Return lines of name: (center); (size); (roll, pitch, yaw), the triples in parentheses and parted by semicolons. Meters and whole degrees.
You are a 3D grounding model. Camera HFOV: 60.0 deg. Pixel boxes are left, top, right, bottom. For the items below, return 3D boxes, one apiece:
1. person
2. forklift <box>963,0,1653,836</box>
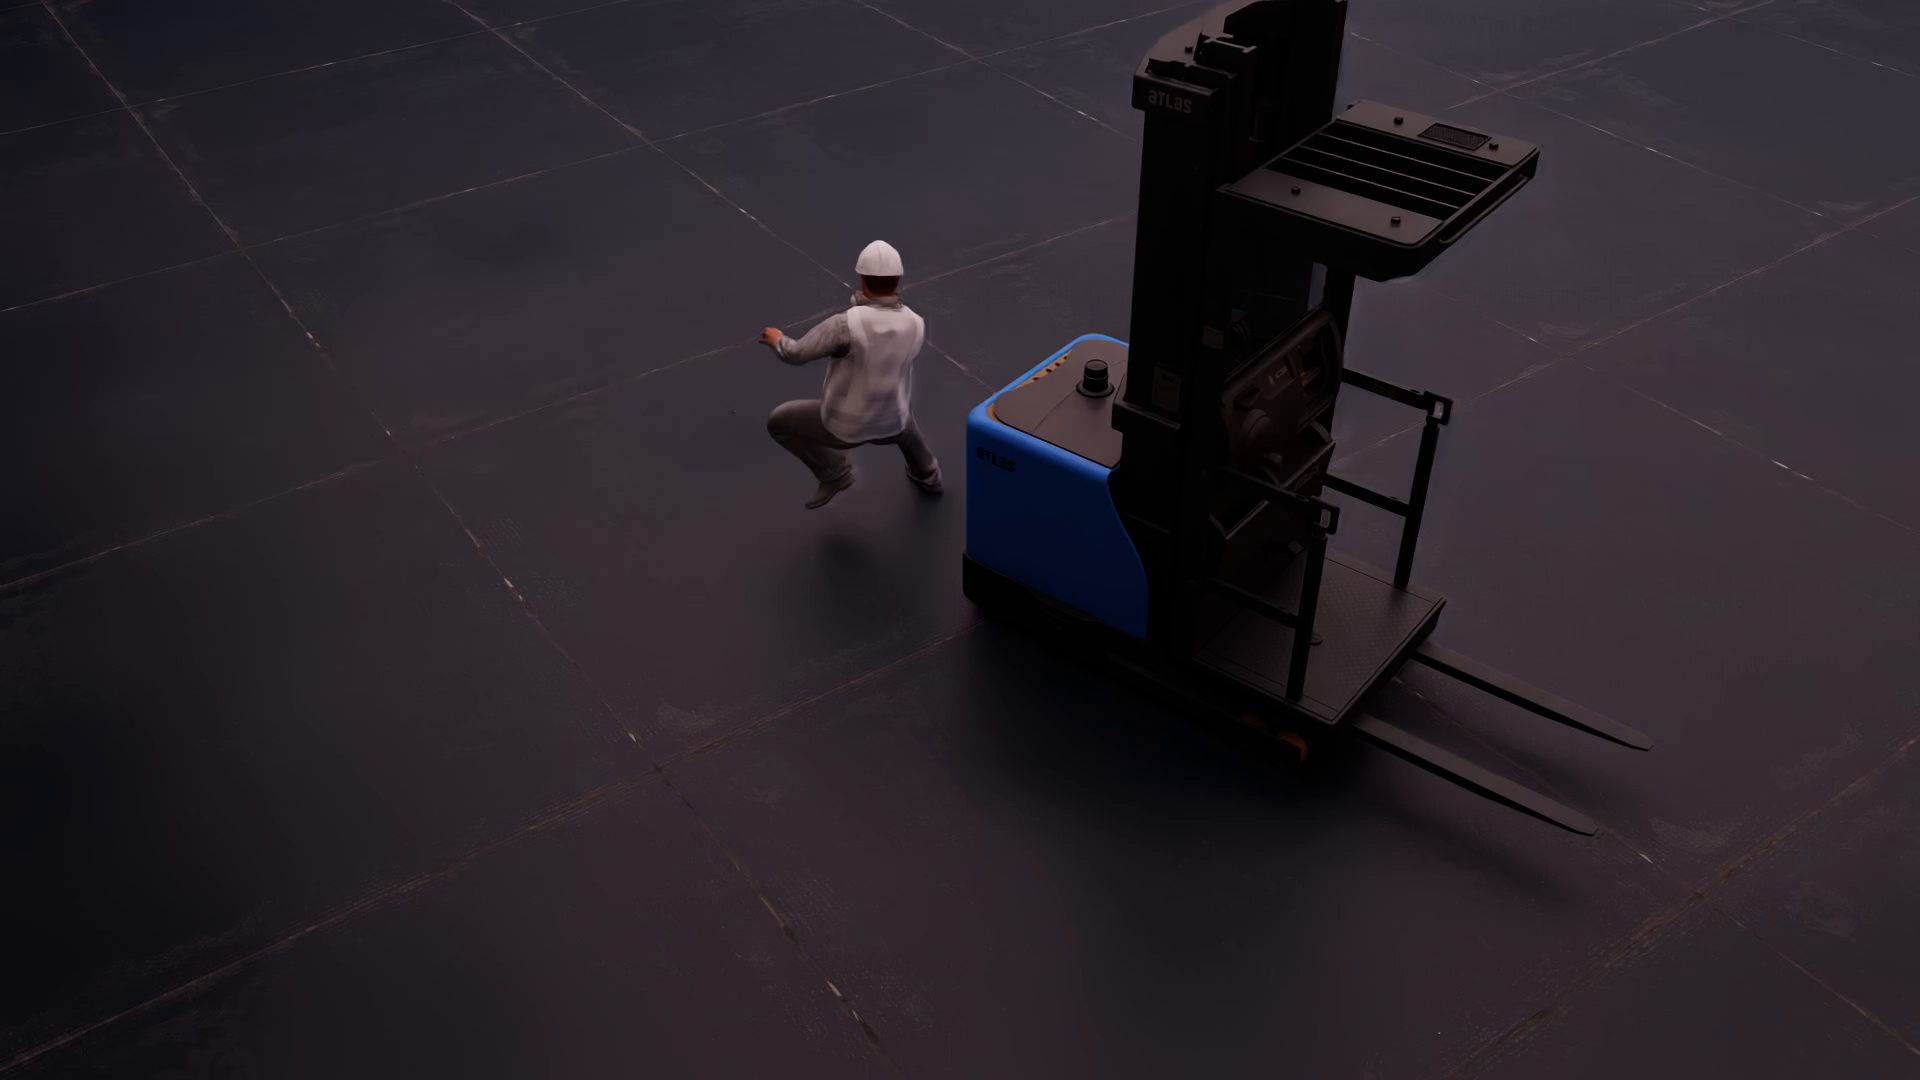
person: (-0.502, -0.791, 8.193); (0.893, 1.536, 0.804); (-16, 40, -21)
forklift: (1.484, -0.559, 6.701); (3.031, 2.935, 1.130); (25, 43, 30)
